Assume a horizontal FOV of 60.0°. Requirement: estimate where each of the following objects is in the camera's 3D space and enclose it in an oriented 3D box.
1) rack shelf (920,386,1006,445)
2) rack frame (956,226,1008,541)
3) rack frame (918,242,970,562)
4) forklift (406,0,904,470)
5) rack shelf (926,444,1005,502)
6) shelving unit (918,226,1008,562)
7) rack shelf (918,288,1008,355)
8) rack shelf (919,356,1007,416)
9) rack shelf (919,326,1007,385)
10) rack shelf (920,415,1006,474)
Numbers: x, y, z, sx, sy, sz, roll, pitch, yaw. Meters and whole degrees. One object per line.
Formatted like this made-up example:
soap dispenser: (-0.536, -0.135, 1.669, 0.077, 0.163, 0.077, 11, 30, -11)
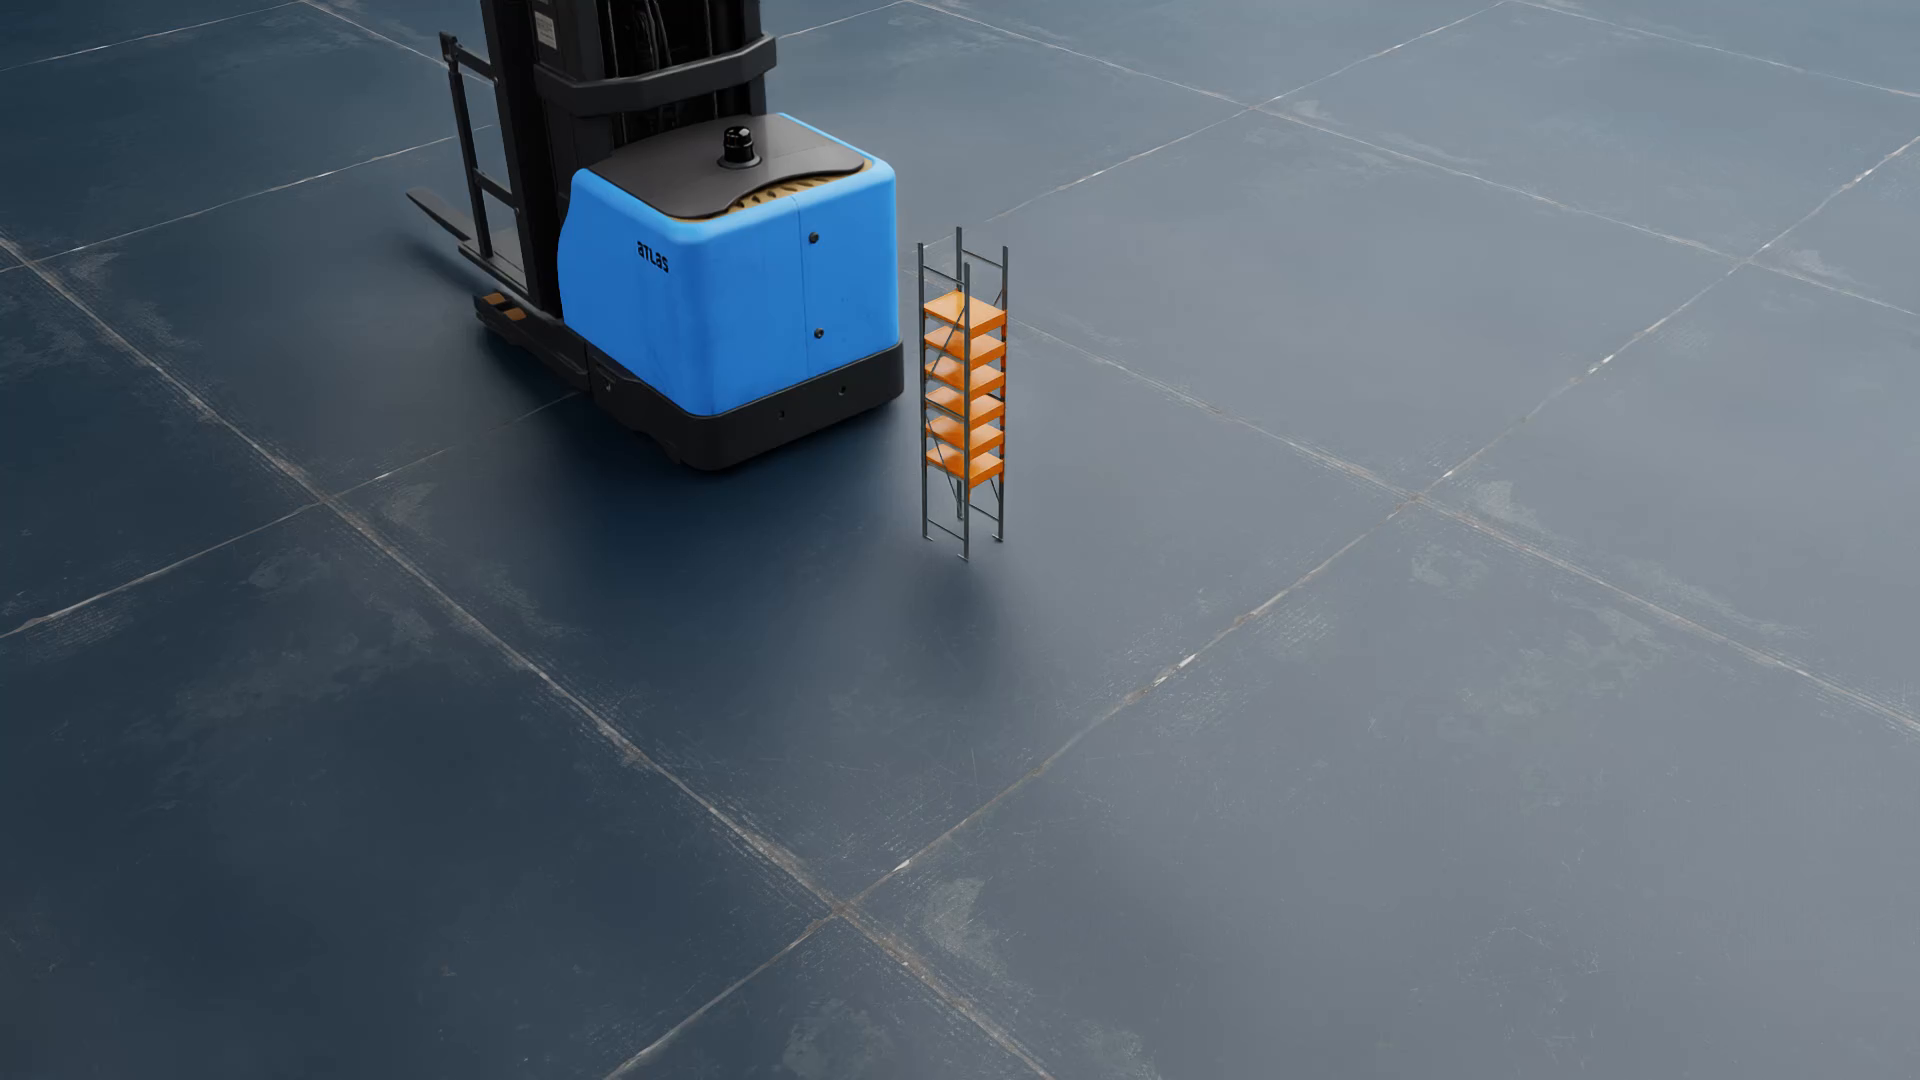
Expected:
rack shelf: (0.010, -0.462, 5.941, 0.258, 0.103, 0.180, 30, 45, 35)
rack frame: (0.075, -0.535, 5.968, 0.240, 1.200, 0.006, 30, 45, 35)
rack frame: (-0.054, -0.461, 5.862, 0.240, 1.200, 0.006, 30, 45, 35)
forklift: (-1.568, -2.246, 6.908, 1.130, 2.935, 3.031, -26, 42, -32)
rack shelf: (0.010, -0.265, 6.078, 0.258, 0.103, 0.180, 30, 45, 35)
shelving unit: (0.010, -0.498, 5.915, 0.258, 1.200, 0.189, 30, 45, 35)
rack shelf: (0.010, -0.757, 5.735, 0.258, 0.103, 0.180, 30, 45, 35)
rack shelf: (0.010, -0.560, 5.872, 0.258, 0.103, 0.180, 30, 45, 35)
rack shelf: (0.010, -0.658, 5.803, 0.258, 0.103, 0.180, 30, 45, 35)
rack shelf: (0.010, -0.363, 6.009, 0.258, 0.103, 0.180, 30, 45, 35)
